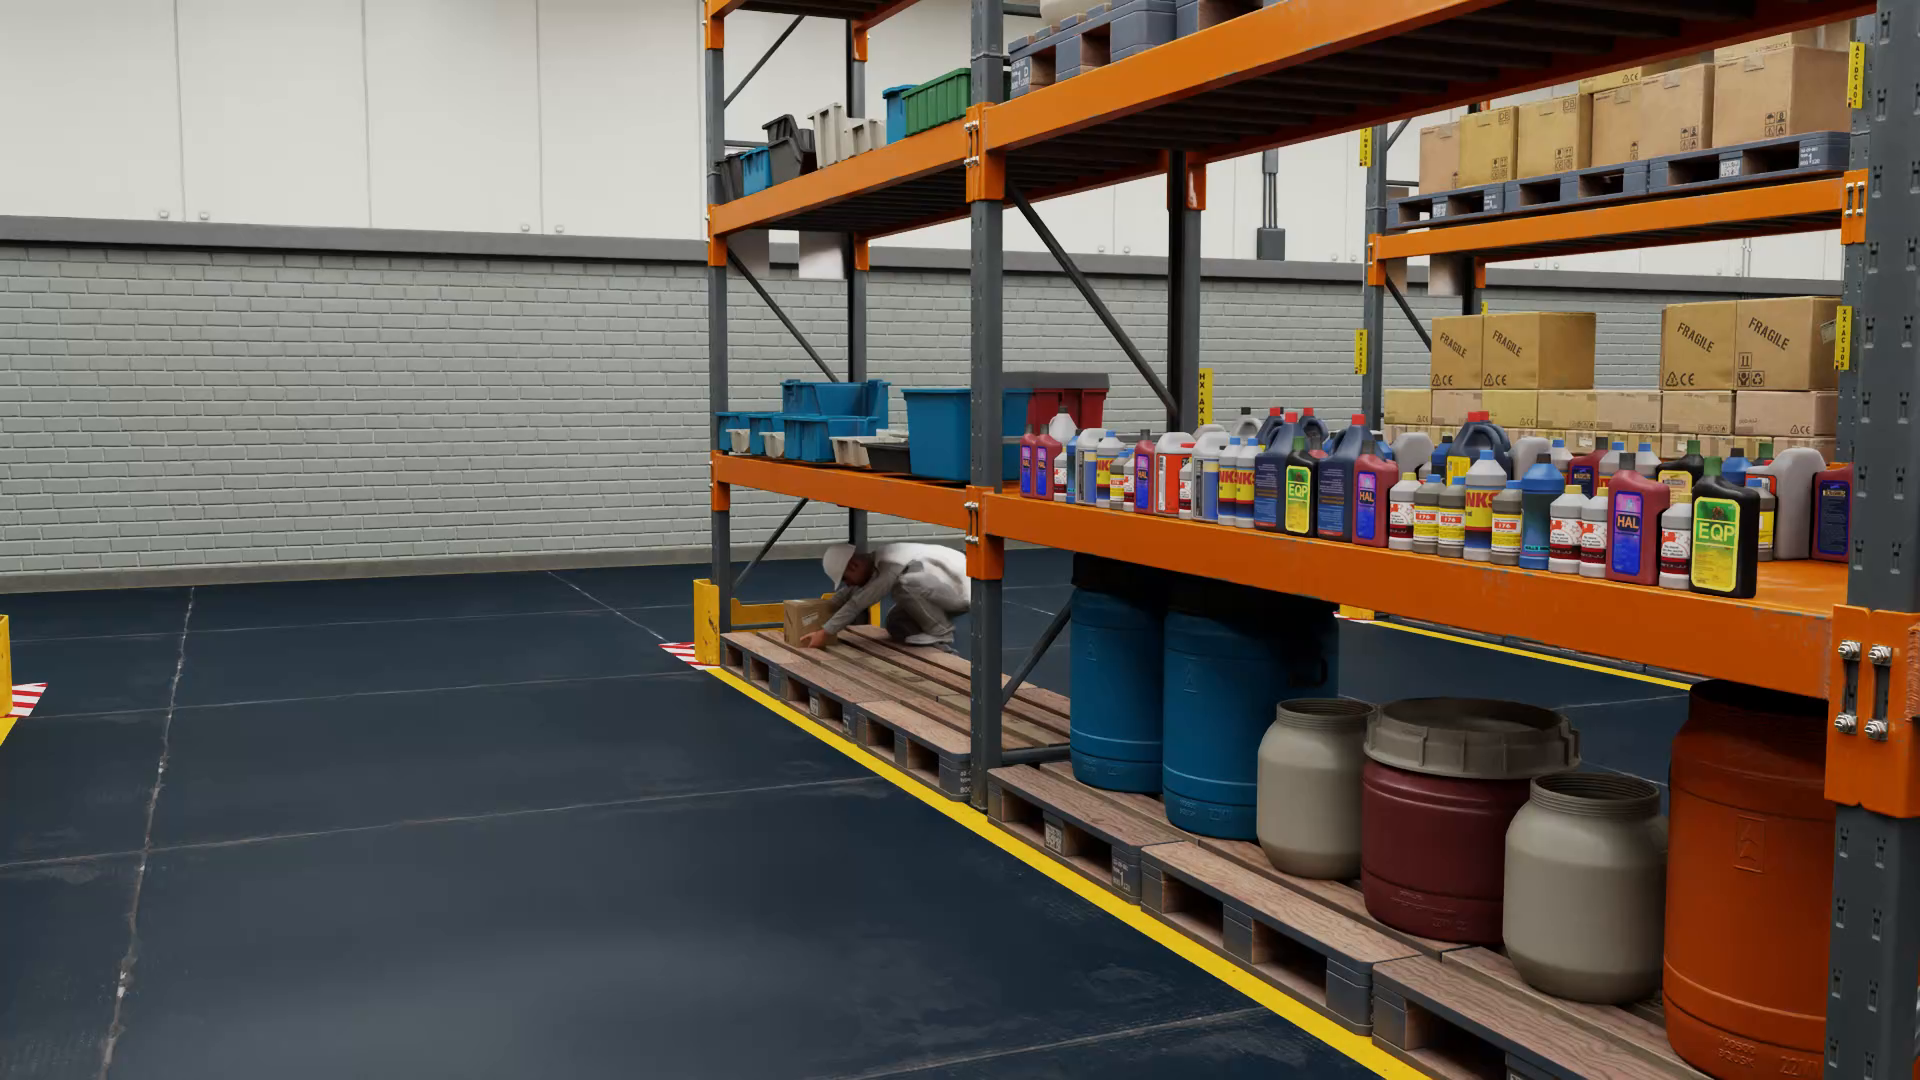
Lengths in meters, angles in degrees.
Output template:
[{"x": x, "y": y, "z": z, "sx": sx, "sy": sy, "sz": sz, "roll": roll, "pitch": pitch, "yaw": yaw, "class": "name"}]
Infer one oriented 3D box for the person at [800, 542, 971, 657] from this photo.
[{"x": -0.426, "y": 0.416, "z": 9.843, "sx": 1.193, "sy": 0.817, "sz": 0.496, "roll": -1, "pitch": 5, "yaw": -8, "class": "person"}]
